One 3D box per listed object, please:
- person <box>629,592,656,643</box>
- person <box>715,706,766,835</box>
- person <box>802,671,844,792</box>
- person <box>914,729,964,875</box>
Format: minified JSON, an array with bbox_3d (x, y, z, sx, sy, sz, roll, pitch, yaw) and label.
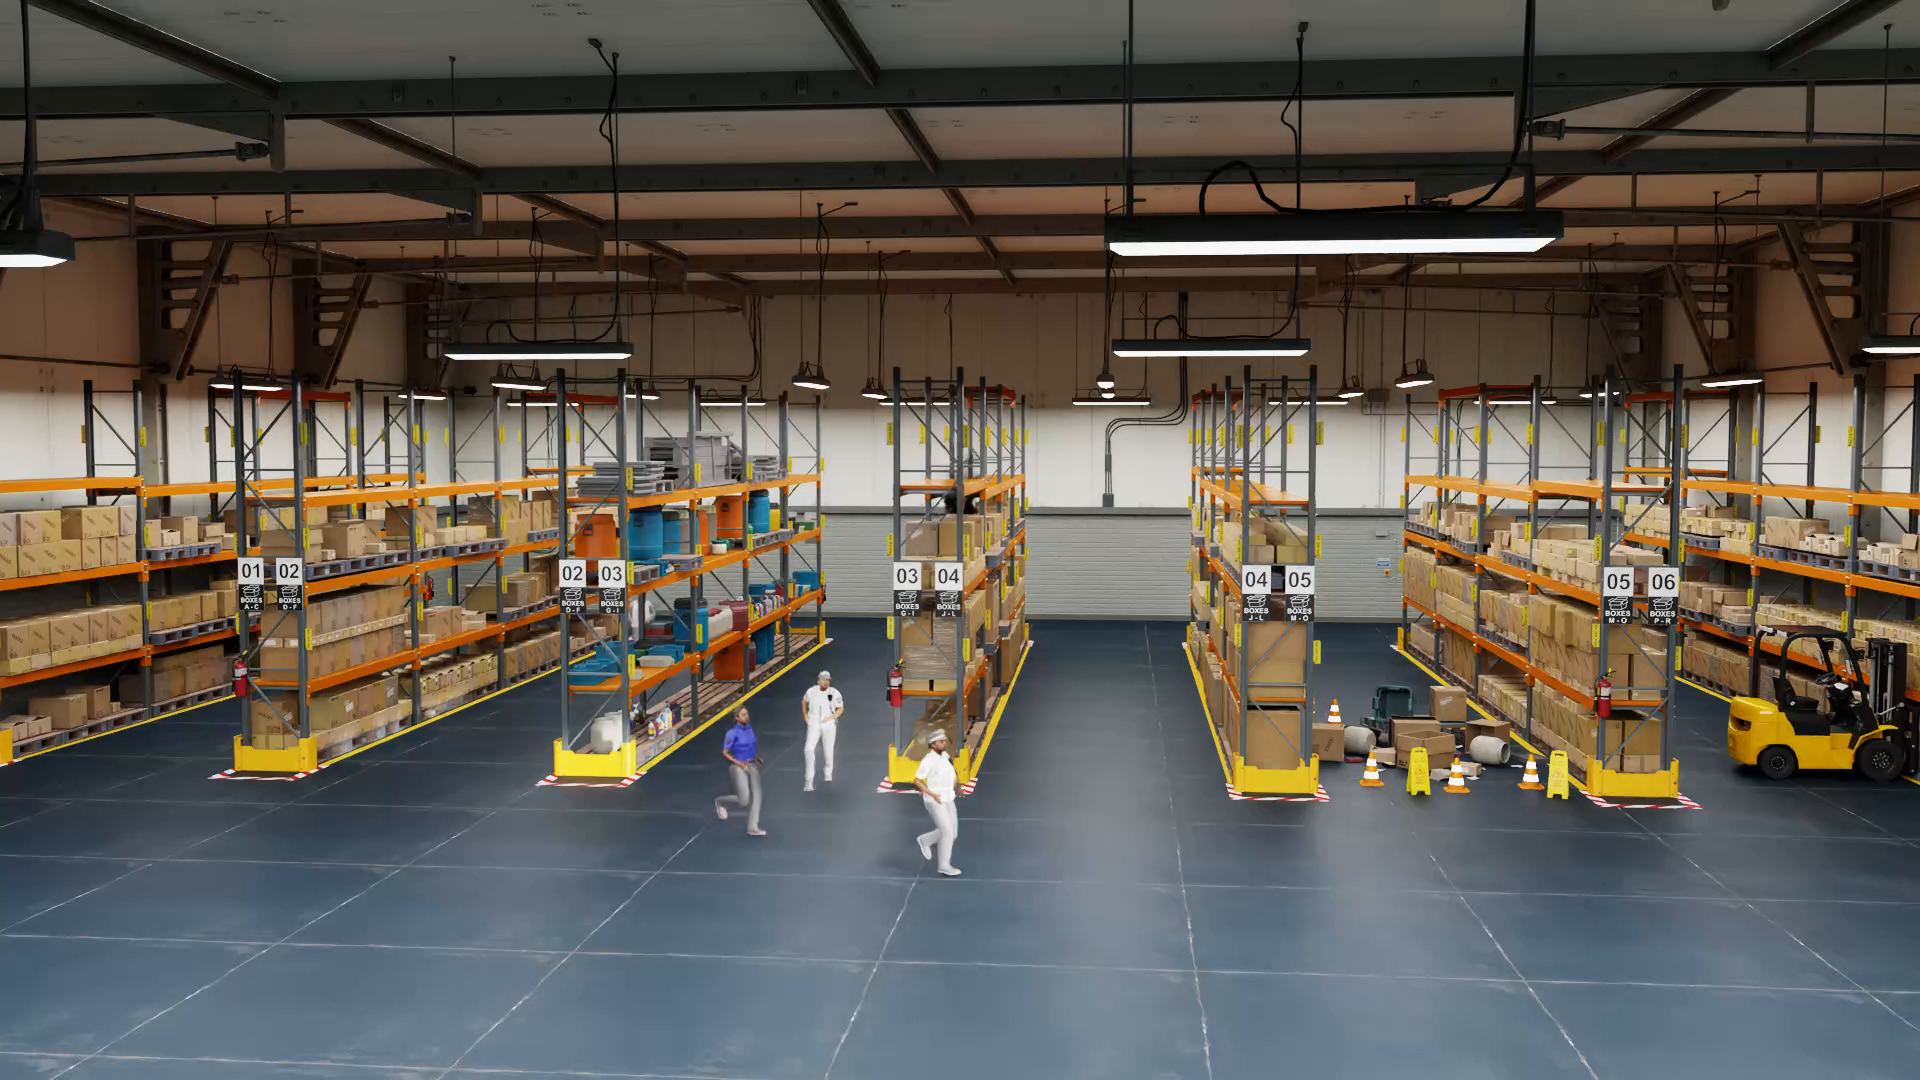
[{"bbox_3d":[-6.943,1.891,36.183,0.652,1.728,0.569,-1,4,-10],"label":"person"},{"bbox_3d":[-2.729,2.900,20.992,0.773,1.612,0.593,3,4,37],"label":"person"},{"bbox_3d":[-1.964,2.710,23.778,0.609,1.704,0.737,0,4,0],"label":"person"},{"bbox_3d":[-0.265,2.986,19.096,0.658,1.654,0.579,3,4,37],"label":"person"}]
